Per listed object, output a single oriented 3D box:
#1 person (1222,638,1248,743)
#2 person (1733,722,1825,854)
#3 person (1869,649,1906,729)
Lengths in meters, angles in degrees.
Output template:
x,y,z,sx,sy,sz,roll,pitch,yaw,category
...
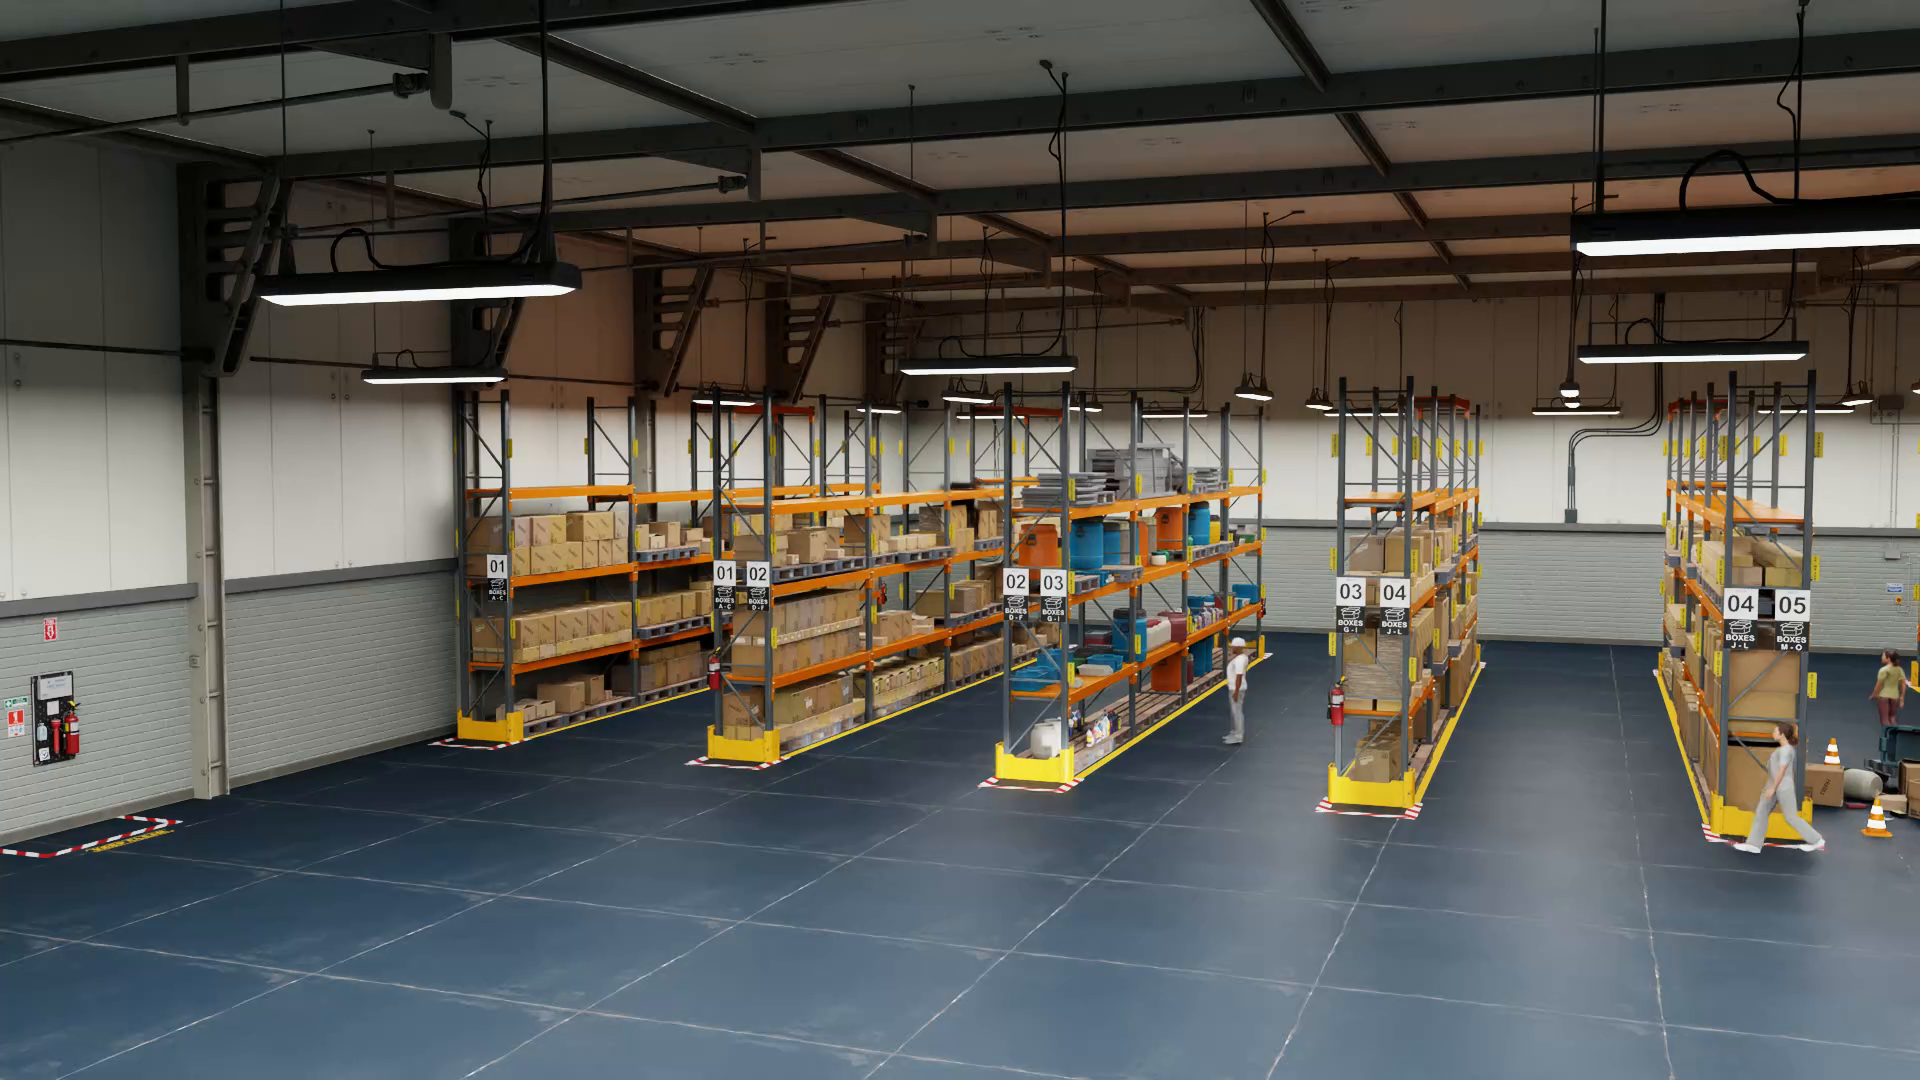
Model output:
x,y,z,sx,sy,sz,roll,pitch,yaw,category
4.711,2.551,28.385,0.446,1.764,0.625,0,3,0,person
10.093,3.054,20.410,0.991,1.634,0.429,0,3,-1,person
15.345,2.647,27.501,0.523,1.693,0.676,1,3,14,person
